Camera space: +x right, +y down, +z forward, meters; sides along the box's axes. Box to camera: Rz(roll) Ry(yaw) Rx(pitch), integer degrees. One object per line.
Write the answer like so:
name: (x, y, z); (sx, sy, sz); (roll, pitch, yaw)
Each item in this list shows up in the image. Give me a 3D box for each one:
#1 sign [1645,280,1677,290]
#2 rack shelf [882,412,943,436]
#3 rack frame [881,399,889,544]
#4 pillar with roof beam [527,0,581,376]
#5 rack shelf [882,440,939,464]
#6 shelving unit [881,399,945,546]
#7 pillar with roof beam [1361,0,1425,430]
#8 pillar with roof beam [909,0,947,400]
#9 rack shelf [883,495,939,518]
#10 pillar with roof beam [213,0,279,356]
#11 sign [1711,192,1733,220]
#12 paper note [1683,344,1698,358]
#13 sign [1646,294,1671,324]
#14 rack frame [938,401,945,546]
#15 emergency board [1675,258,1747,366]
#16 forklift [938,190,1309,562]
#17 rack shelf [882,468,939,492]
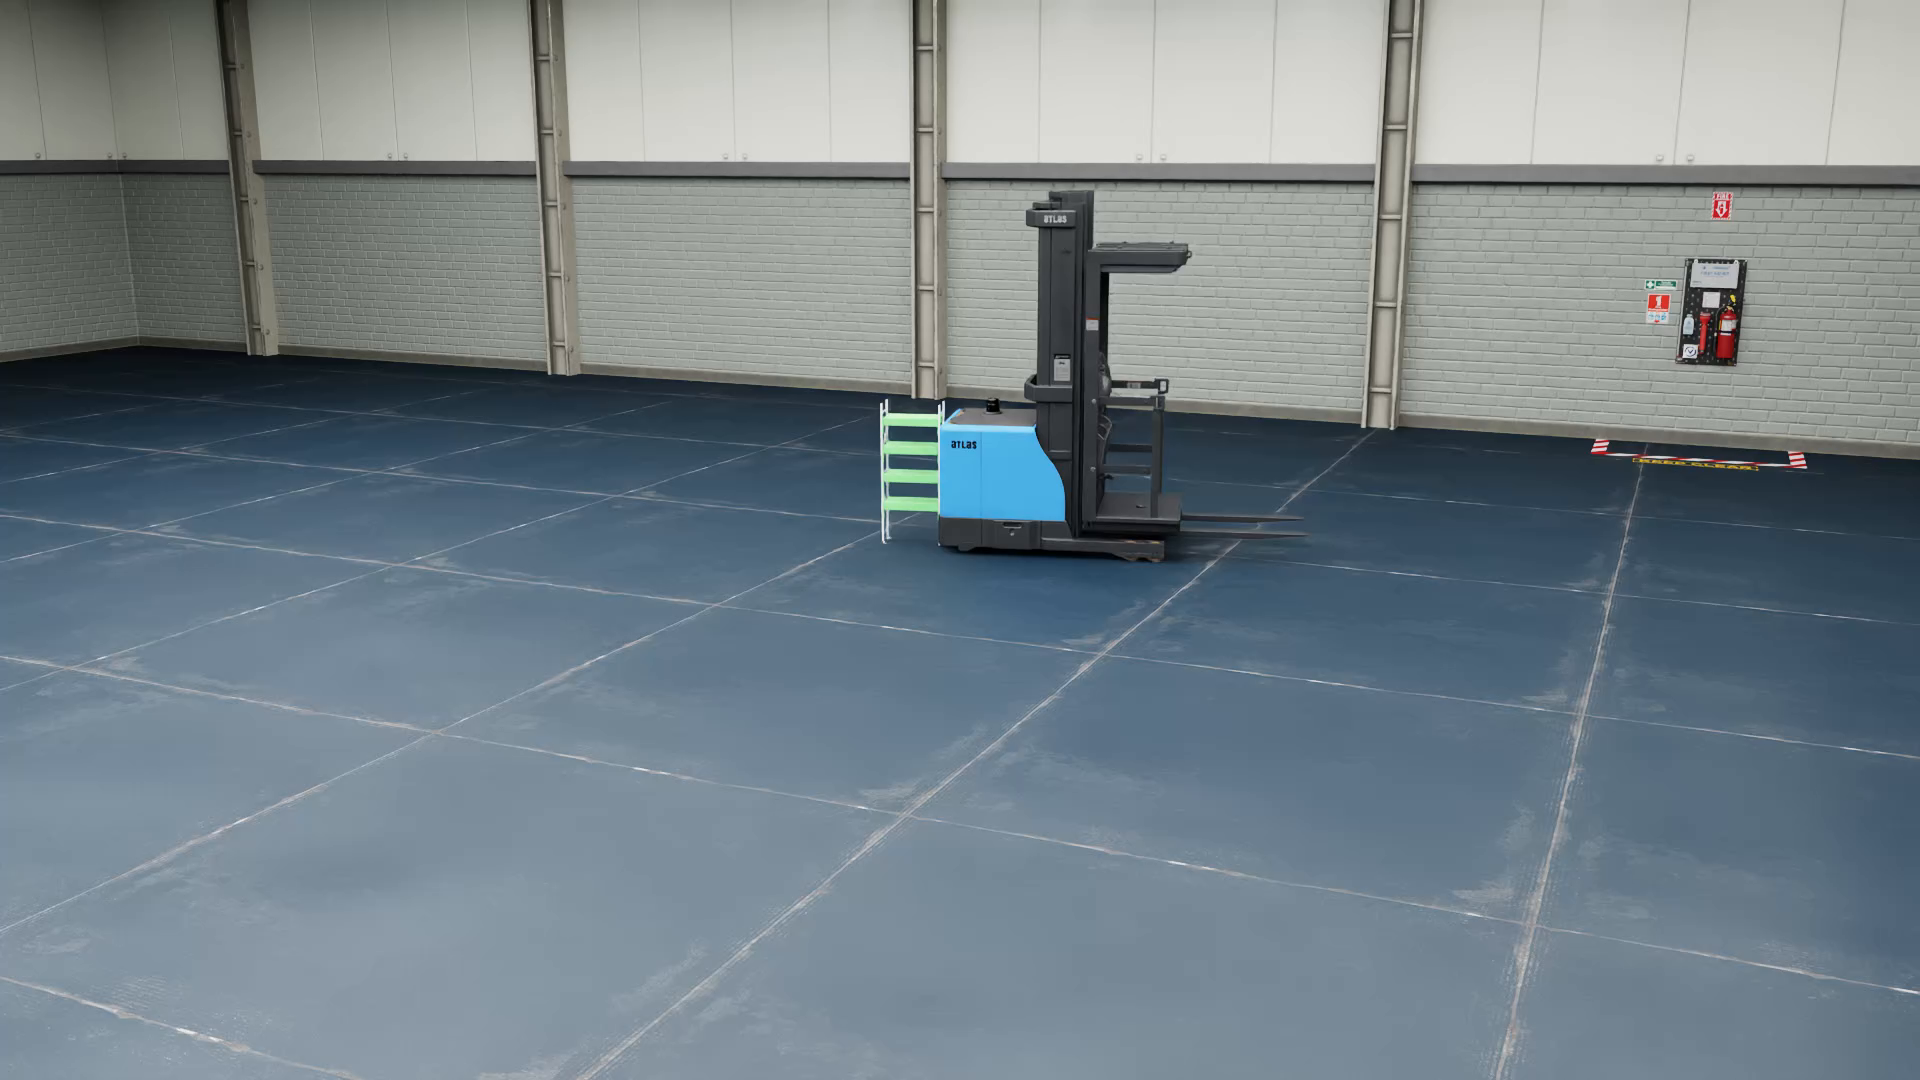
sign: (7.851, -2.857, 18.627); (0.331, 0.109, 0.001); (6, 14, 23)
rack shelf: (-0.396, -0.977, 13.969); (0.480, 0.148, 0.258); (2, 13, 9)
rack frame: (-0.637, -0.580, 14.101); (0.015, 1.200, 0.240); (2, 13, 9)
pillar with roof beam: (-7.643, -5.962, 19.964); (0.400, 9.000, 9.100); (6, 14, 23)
rack shelf: (-0.396, -0.743, 14.024); (0.480, 0.148, 0.258); (2, 13, 9)
shelving unit: (-0.396, -0.572, 14.064); (0.503, 1.200, 0.258); (2, 13, 9)
pillar with roof beam: (3.329, -4.851, 15.232); (0.400, 9.000, 9.100); (6, 14, 23)
pillar with roof beam: (-2.157, -5.407, 17.598); (0.400, 9.000, 9.100); (6, 14, 23)
rack shelf: (-0.396, -0.276, 14.134); (0.480, 0.148, 0.258); (2, 13, 9)
pillar with roof beam: (-13.128, -6.517, 22.330); (0.400, 9.000, 9.100); (6, 14, 23)
sign: (8.347, -3.662, 18.218); (0.199, 0.298, 0.001); (6, 14, 23)
paper note: (8.181, -2.113, 18.623); (0.142, 0.148, 0.016); (6, 14, 23)
sign: (7.851, -2.601, 18.697); (0.234, 0.329, 0.001); (6, 14, 23)
rack frame: (-0.155, -0.563, 14.028); (0.015, 1.200, 0.240); (2, 13, 9)
emergency board: (8.315, -2.511, 18.391); (0.643, 1.169, 0.194); (6, 14, 23)
forklift: (1.381, -1.378, 13.712); (3.031, 2.935, 1.130); (2, 13, 9)
rack shelf: (-0.396, -0.509, 14.079); (0.480, 0.148, 0.258); (2, 13, 9)
